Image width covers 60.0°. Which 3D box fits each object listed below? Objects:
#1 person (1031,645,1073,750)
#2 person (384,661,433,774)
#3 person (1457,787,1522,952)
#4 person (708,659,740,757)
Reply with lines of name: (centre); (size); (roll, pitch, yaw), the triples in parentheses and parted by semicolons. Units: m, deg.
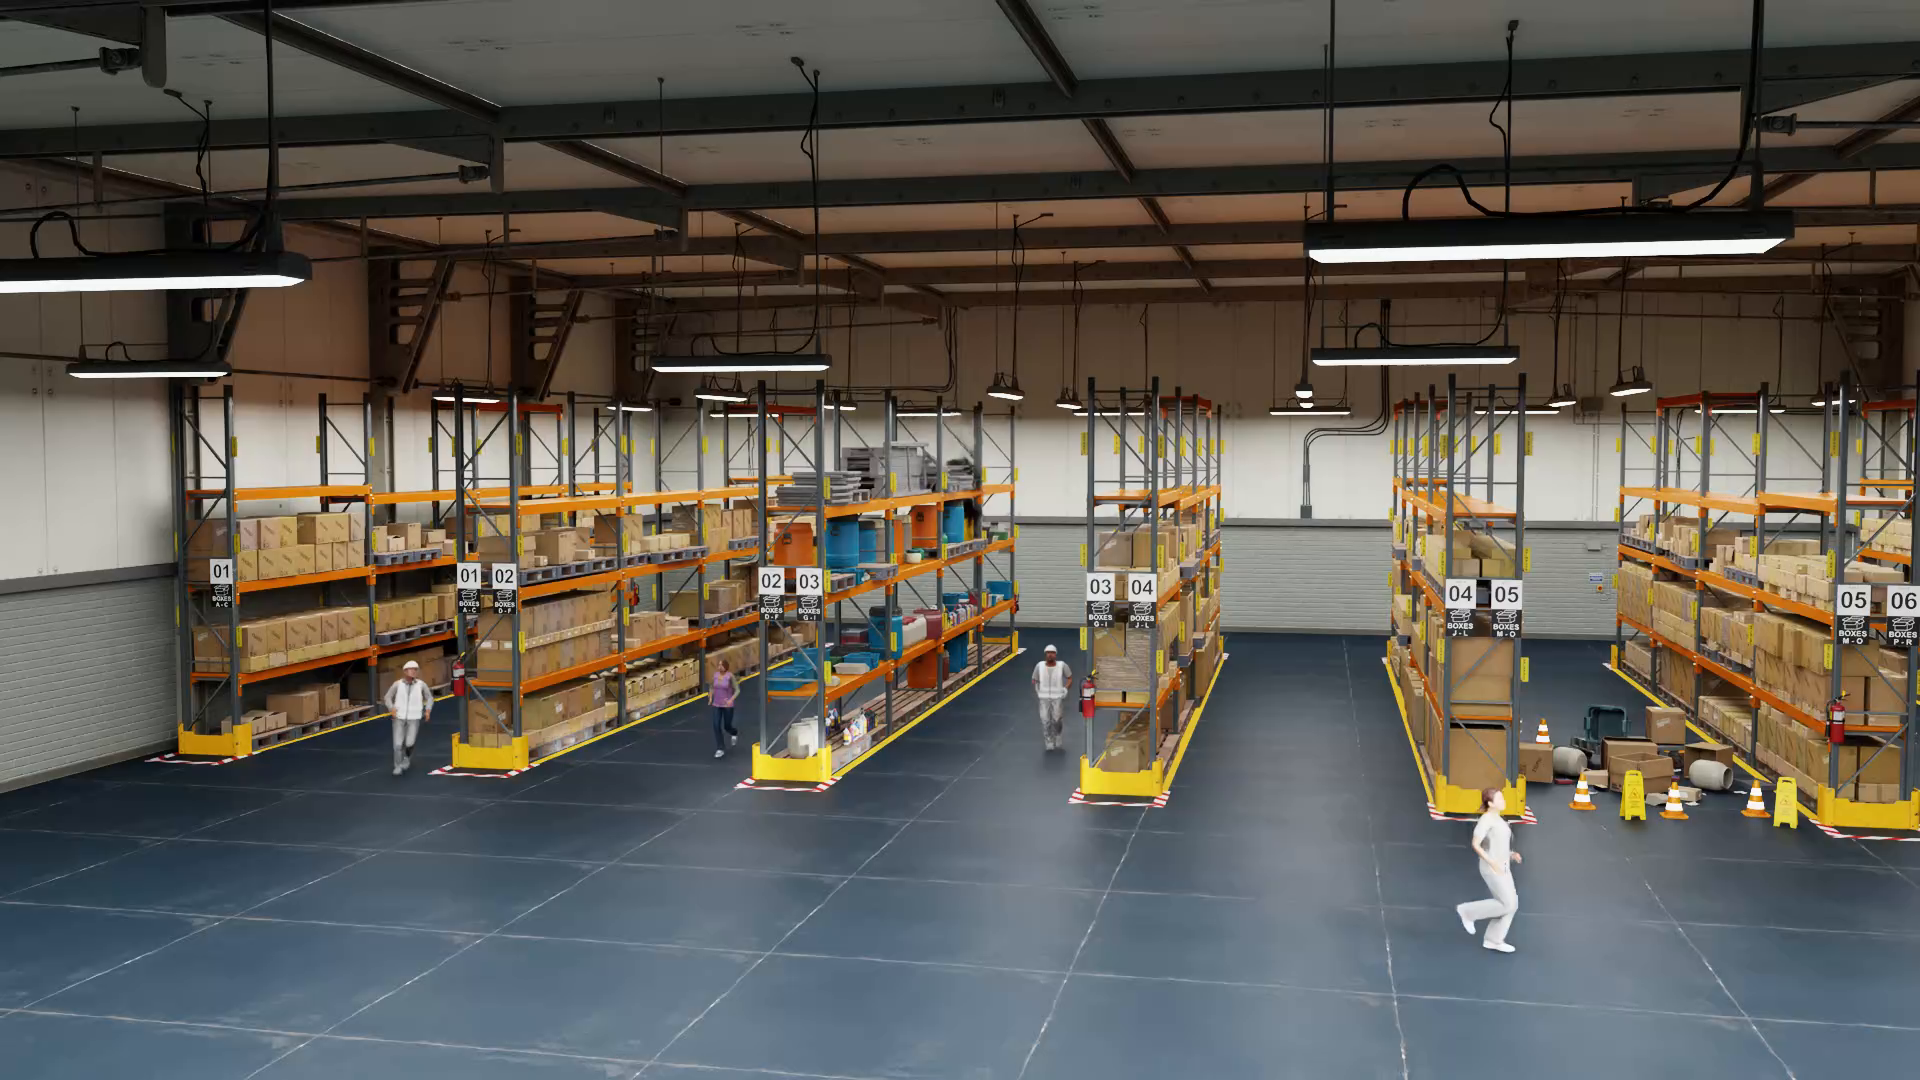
person: (1.490, 2.596, 27.271); (0.669, 1.737, 0.589); (1, 3, 10)
person: (-8.432, 2.719, 25.444); (0.728, 1.726, 0.498); (-1, 3, -18)
person: (5.279, 3.266, 16.572); (0.573, 1.626, 0.565); (2, 4, 35)
person: (-3.835, 2.703, 27.052); (0.569, 1.570, 0.738); (1, 3, 14)
